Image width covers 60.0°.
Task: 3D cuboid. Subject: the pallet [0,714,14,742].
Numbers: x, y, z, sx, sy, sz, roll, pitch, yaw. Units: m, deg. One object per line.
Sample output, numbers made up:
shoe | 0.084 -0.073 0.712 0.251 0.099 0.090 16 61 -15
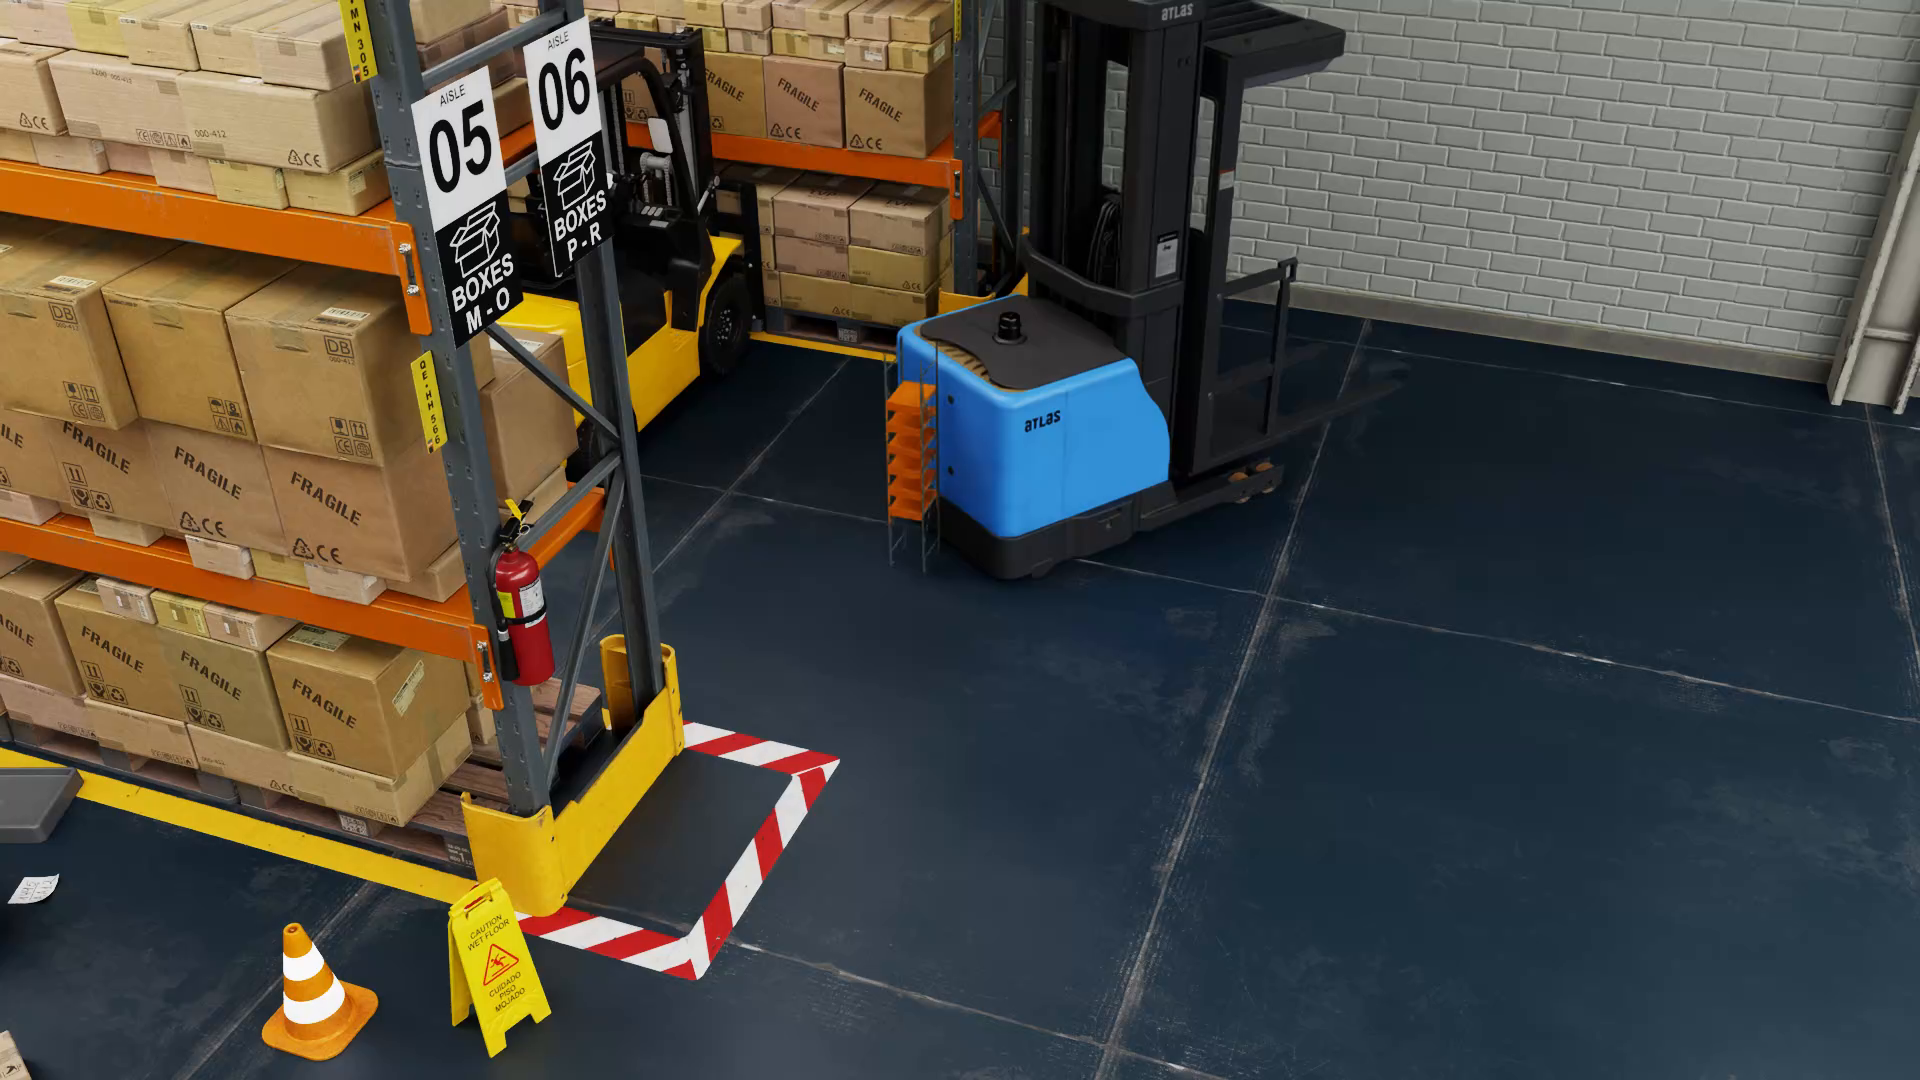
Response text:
pallet | -4.606 0.447 7.863 1.213 0.211 1.003 11 34 16

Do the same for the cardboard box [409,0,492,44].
cardboard box | -1.750 -1.756 5.436 0.250 0.149 0.380 11 34 16

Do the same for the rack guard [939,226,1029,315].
rack guard | 0.209 -1.578 10.733 0.348 0.500 1.175 11 34 16

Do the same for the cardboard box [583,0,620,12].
cardboard box | -2.140 -3.399 10.285 0.250 0.149 0.380 11 34 16

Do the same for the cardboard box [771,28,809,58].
cardboard box | -0.938 -3.029 9.986 0.250 0.149 0.380 11 34 16

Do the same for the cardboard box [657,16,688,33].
cardboard box | -1.655 -3.181 10.222 0.250 0.149 0.380 11 34 16

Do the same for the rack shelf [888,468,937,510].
rack shelf | -0.234 -0.271 8.366 0.180 0.103 0.258 11 34 16

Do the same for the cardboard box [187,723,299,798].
cardboard box | -2.821 0.772 6.937 0.500 0.250 0.500 11 34 17

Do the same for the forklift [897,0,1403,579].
forklift | 1.167 -1.648 8.601 3.031 2.935 1.130 -20 38 -28

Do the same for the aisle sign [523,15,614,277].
aisle sign | -1.322 -1.336 5.658 0.004 0.787 0.394 11 34 16

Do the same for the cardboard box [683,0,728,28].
cardboard box | -1.457 -3.212 9.996 0.250 0.149 0.380 12 35 17

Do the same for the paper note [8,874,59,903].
paper note | -3.666 1.380 6.585 0.148 0.019 0.142 0 33 0

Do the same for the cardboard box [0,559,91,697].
cardboard box | -3.790 0.268 7.026 0.500 0.500 0.500 13 35 19

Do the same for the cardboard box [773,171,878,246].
cardboard box | -0.835 -2.089 10.447 0.500 0.250 0.500 12 35 17

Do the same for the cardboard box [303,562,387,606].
cardboard box | -2.185 0.059 6.124 0.250 0.149 0.380 11 34 16

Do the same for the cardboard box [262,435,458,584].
cardboard box | -2.089 -0.223 5.964 0.500 0.500 0.500 10 34 16

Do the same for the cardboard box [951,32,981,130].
cardboard box | -0.186 -2.907 10.395 0.500 0.500 0.500 12 35 18

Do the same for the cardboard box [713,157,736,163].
cardboard box | -1.621 -2.542 11.148 0.500 0.250 0.500 10 34 16

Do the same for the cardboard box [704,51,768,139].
cardboard box | -1.333 -2.824 10.266 0.500 0.500 0.500 10 34 16

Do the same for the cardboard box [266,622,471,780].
cardboard box | -2.327 0.553 6.585 0.500 0.500 0.500 11 35 17

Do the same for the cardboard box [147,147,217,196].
cardboard box | -2.399 -1.269 5.417 0.250 0.149 0.380 12 35 18

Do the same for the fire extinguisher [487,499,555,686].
fire extinguisher | -1.532 0.191 5.760 0.183 0.674 0.296 11 34 16

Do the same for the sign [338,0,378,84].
sign | -1.691 -1.450 4.648 0.005 0.325 0.100 11 34 16

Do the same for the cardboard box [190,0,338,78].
cardboard box | -2.133 -1.565 5.140 0.250 0.149 0.380 12 35 17

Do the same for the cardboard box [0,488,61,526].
cardboard box | -3.614 -0.232 6.575 0.250 0.149 0.380 11 34 16

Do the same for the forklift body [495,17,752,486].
forklift body | -2.214 -1.691 9.387 1.214 2.155 2.313 11 34 16

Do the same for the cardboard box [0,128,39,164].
cardboard box | -3.111 -1.423 5.655 0.250 0.149 0.380 10 34 15

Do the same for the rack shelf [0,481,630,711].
rack shelf | -3.367 -0.161 6.897 4.000 0.370 1.077 11 34 16

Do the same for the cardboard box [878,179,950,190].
cardboard box | -0.202 -2.259 10.709 0.500 0.250 0.500 10 34 16

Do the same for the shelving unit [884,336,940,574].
shelving unit | -0.234 -0.409 8.277 0.189 1.200 0.258 11 34 16

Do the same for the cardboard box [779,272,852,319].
cardboard box | -0.827 -1.674 10.726 0.500 0.250 0.500 11 34 16

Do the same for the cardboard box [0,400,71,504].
cardboard box | -3.499 -0.513 6.412 0.500 0.500 0.500 11 35 17

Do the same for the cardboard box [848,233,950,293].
cardboard box | -0.377 -1.793 10.449 0.500 0.250 0.500 11 34 16

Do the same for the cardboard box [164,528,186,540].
cardboard box | -2.865 -0.149 6.447 0.250 0.149 0.380 11 35 17

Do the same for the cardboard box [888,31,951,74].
cardboard box | -0.235 -2.867 9.736 0.250 0.149 0.380 12 35 17

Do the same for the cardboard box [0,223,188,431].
cardboard box | -3.028 -0.804 5.941 0.500 0.500 0.700 11 34 16

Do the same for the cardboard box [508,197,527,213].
cardboard box | -2.753 -2.259 11.170 0.500 0.250 0.500 11 34 16

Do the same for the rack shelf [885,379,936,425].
rack shelf | -0.234 -0.674 8.106 0.180 0.103 0.258 11 34 16

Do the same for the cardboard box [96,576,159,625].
cardboard box | -3.178 0.151 6.610 0.250 0.149 0.380 12 35 19

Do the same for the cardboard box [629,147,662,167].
cardboard box | -2.279 -2.373 10.886 0.500 0.250 0.500 12 35 18

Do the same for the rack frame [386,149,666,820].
rack frame | -1.485 -0.097 6.135 0.127 3.000 1.000 11 34 16

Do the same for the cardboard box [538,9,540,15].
cardboard box | -2.415 -3.275 10.366 0.250 0.149 0.380 11 34 16

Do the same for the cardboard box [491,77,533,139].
cardboard box | -1.687 -1.478 5.741 0.250 0.149 0.380 11 34 17

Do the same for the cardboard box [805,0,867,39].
cardboard box | -0.720 -3.093 9.811 0.250 0.149 0.380 12 35 18

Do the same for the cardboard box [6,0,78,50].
cardboard box | -2.828 -1.723 5.385 0.250 0.149 0.380 11 34 16

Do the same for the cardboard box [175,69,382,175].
cardboard box | -2.057 -1.376 5.214 0.500 0.250 0.500 11 34 16

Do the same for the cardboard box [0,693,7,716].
cardboard box | -4.280 0.487 7.378 0.500 0.250 0.500 13 35 19
